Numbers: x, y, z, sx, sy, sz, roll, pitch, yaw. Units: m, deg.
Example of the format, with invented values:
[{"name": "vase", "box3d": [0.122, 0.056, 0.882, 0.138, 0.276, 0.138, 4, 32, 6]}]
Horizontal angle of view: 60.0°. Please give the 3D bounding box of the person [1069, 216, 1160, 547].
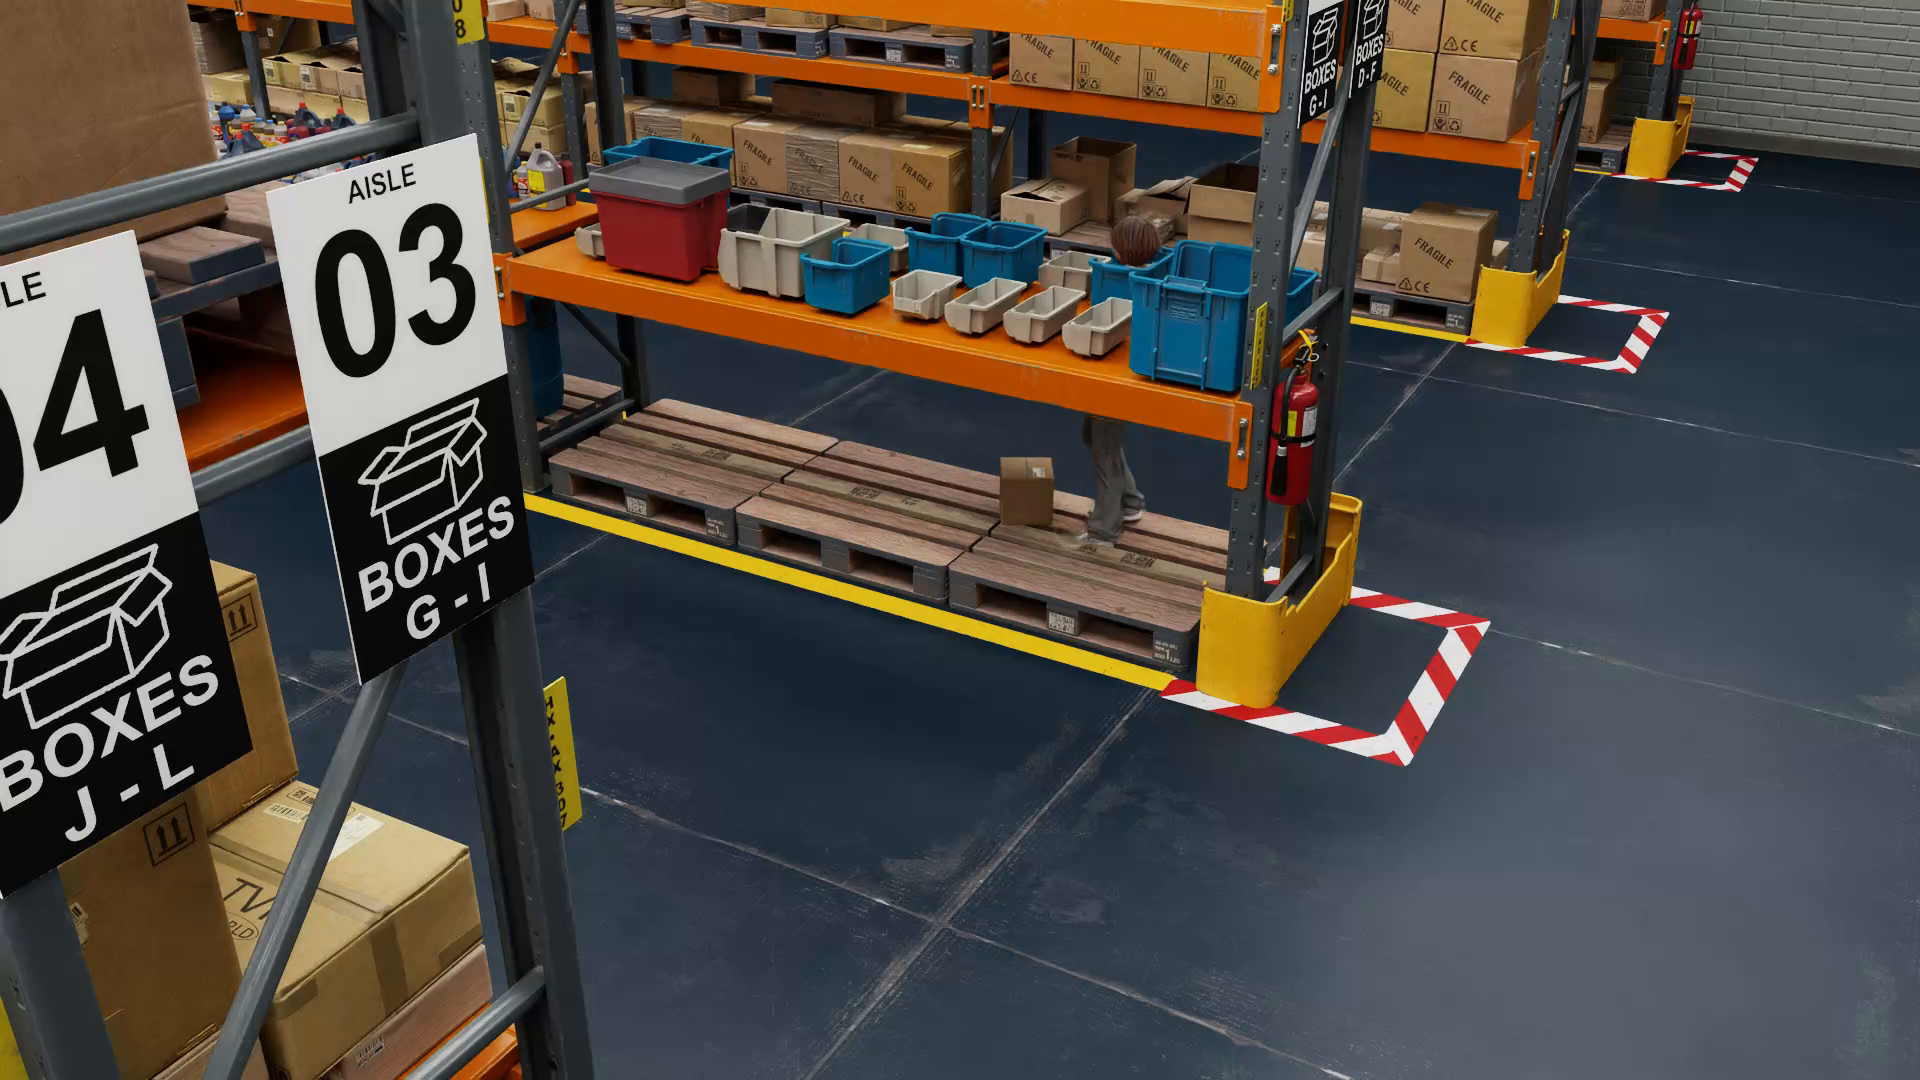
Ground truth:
[{"name": "person", "box3d": [0.714, -0.726, 7.763, 0.362, 1.608, 0.467, 14, 30, 26]}]
